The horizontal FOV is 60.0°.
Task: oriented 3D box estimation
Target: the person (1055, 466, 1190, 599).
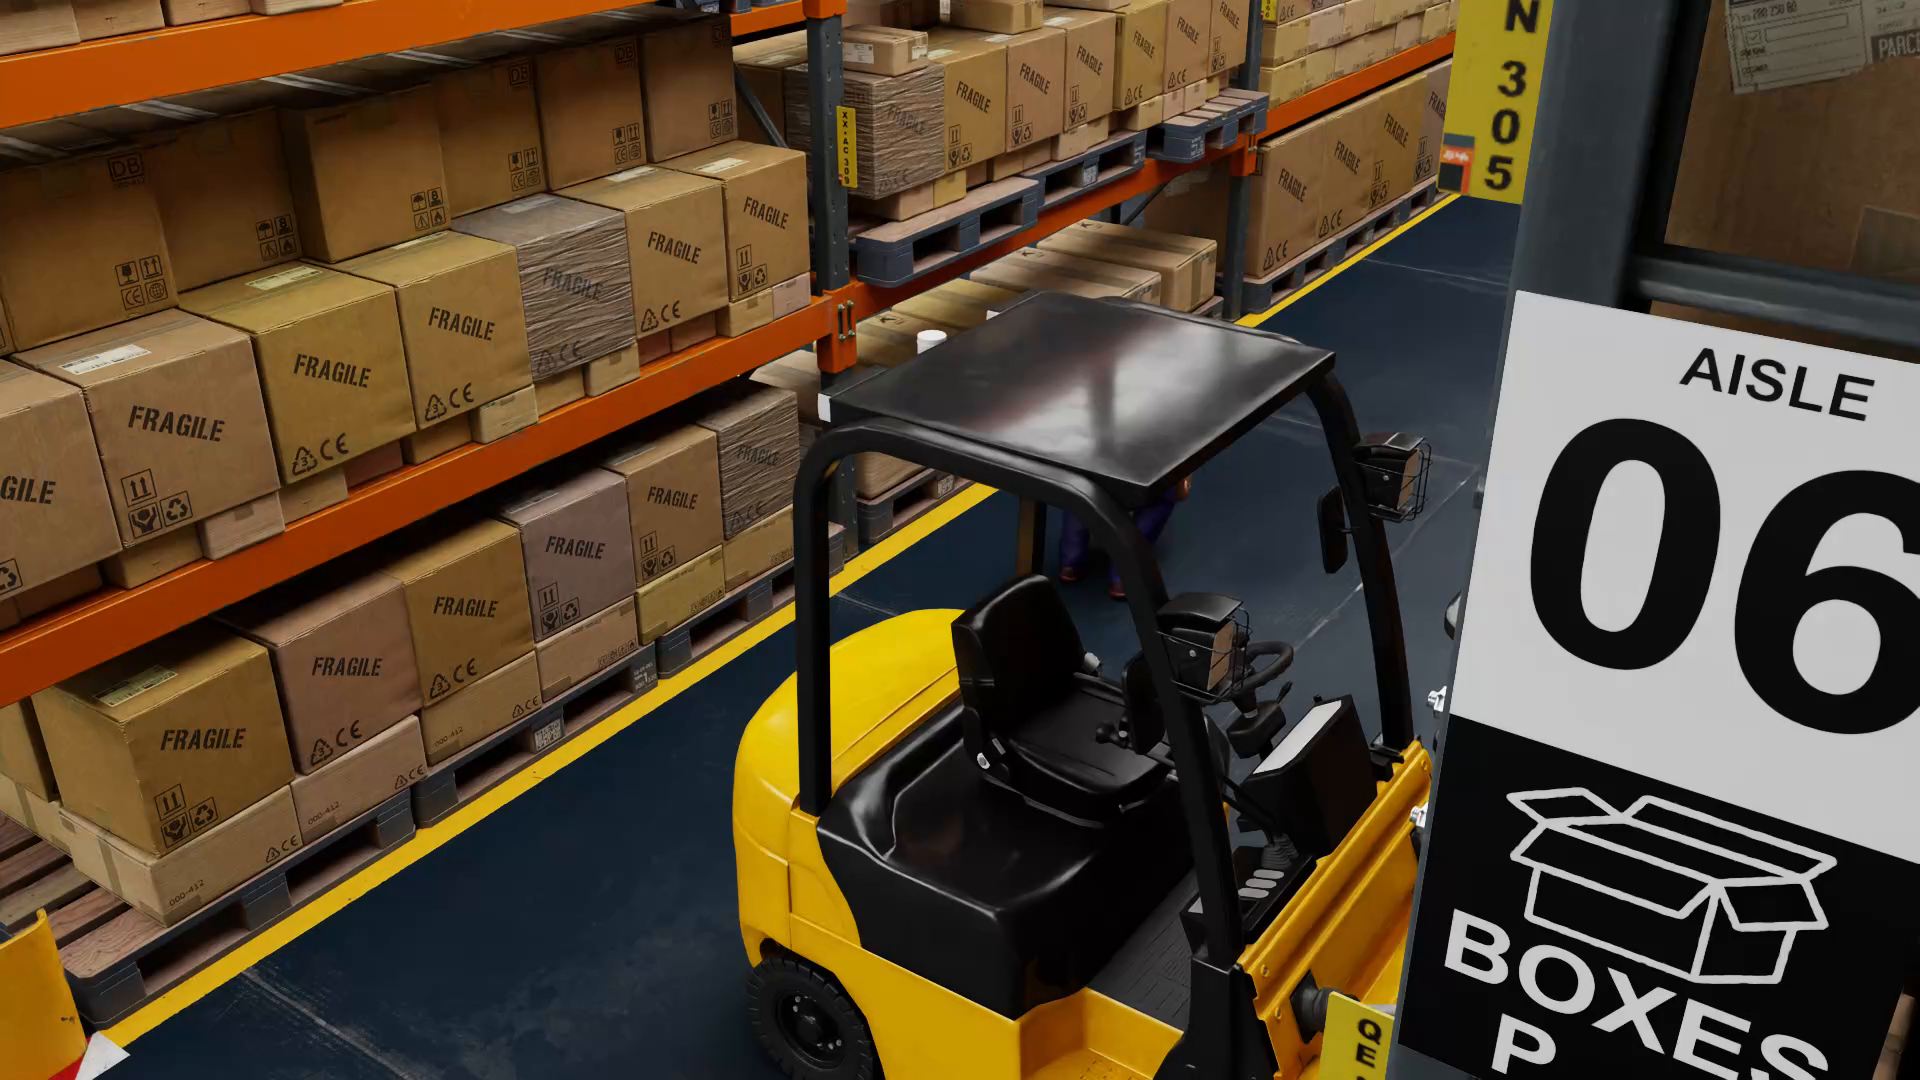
[{"bbox_3d":[0.744,-0.328,7.473,0.513,1.015,0.892,16,31,28],"label":"person"}]
